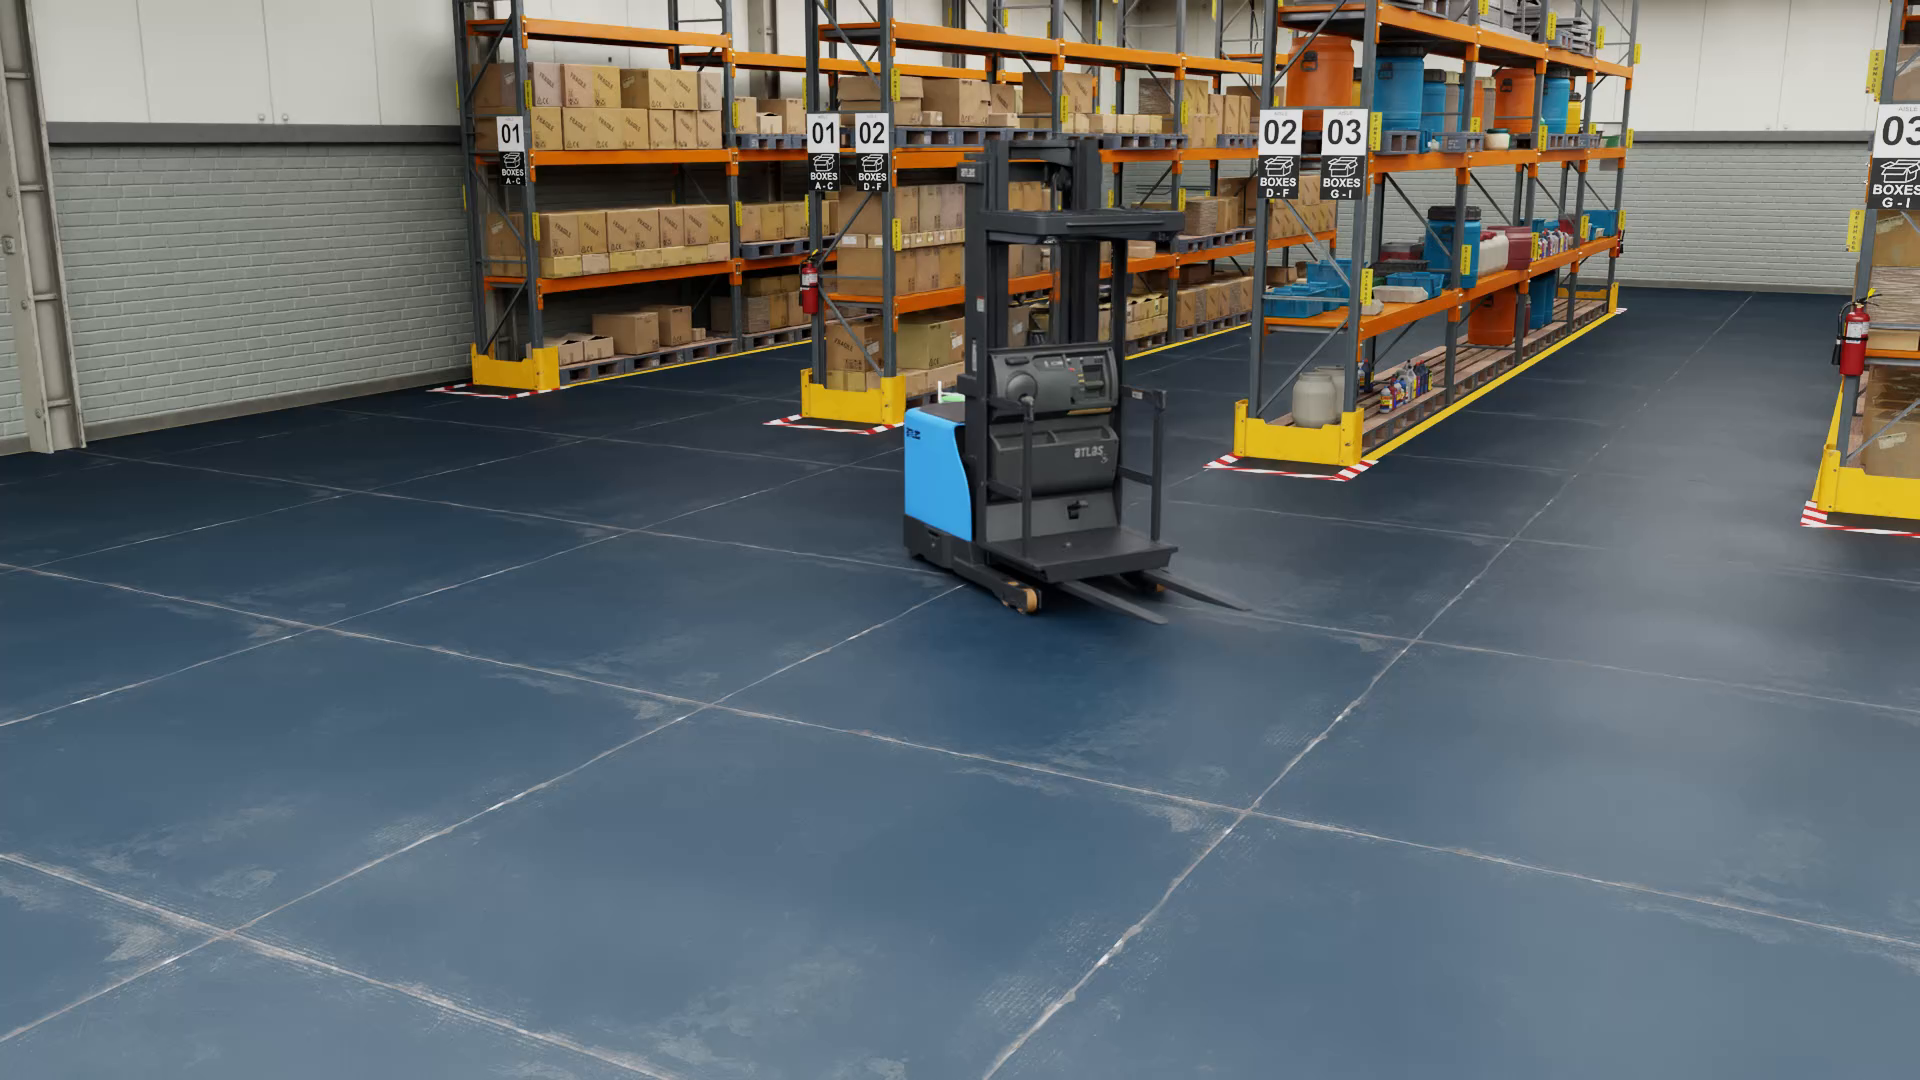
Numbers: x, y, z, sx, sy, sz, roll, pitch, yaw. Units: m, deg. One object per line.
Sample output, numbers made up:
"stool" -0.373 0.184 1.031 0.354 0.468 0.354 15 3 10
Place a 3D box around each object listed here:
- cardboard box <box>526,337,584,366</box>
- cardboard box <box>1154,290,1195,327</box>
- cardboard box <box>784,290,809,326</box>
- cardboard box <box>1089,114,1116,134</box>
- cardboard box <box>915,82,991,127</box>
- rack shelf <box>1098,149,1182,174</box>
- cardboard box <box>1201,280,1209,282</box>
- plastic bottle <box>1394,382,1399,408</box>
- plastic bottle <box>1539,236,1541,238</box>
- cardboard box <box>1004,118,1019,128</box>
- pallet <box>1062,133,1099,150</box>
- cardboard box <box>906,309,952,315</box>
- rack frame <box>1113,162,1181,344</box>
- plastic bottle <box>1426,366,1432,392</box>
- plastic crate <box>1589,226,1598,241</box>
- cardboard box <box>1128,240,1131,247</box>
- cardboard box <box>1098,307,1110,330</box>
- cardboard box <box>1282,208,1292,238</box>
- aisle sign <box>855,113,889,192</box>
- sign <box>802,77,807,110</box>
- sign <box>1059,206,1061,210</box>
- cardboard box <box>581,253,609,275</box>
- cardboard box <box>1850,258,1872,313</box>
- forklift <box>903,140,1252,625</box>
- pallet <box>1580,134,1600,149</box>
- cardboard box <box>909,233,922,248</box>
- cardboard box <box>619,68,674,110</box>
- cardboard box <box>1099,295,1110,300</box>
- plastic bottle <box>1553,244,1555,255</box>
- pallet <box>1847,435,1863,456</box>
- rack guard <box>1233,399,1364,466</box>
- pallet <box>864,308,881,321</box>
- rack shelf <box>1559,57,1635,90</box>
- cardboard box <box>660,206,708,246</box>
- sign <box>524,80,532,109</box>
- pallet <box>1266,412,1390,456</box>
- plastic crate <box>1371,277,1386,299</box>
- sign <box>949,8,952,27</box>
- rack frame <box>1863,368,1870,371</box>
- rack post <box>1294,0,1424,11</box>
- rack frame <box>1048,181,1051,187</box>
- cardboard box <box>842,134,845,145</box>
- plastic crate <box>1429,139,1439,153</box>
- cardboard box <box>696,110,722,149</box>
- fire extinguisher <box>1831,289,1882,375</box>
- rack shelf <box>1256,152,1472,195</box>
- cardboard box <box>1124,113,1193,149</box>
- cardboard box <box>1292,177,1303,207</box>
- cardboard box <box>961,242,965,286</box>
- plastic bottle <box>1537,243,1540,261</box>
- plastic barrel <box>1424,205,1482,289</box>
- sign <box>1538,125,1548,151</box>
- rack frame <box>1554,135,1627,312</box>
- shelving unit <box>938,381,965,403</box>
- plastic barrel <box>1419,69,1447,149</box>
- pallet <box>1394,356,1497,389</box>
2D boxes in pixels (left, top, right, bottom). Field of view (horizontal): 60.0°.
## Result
"cardboard box" -5.066 -2.376 20.786 0.500 0.311 0.500 6 15 22
"cardboard box" 3.197 -3.478 24.954 0.500 0.500 0.500 8 16 30
"cardboard box" -2.716 -3.521 25.135 0.700 0.500 0.500 8 15 29
"cardboard box" 1.771 -5.572 22.271 0.500 0.250 0.500 6 15 23
"cardboard box" -0.114 -5.055 19.284 0.797 0.503 0.637 9 16 34
"rack shelf" 1.760 -5.116 22.490 1.077 0.370 4.000 7 15 28
"cardboard box" 3.717 -3.953 26.927 0.500 0.500 0.500 8 15 29
"plastic bottle" 4.508 -1.509 17.277 0.097 0.271 0.097 0 14 0
"plastic bottle" 8.371 -4.253 24.051 0.097 0.271 0.097 0 14 0
"cardboard box" 0.887 -7.549 30.258 0.500 0.250 0.500 7 15 28
"pallet" 1.208 -5.145 21.483 0.805 0.209 1.217 7 15 26
"cardboard box" -0.429 -2.462 19.716 0.500 0.500 0.500 7 15 28
"rack frame" 2.726 -4.418 24.460 1.000 3.000 0.127 7 15 28
"plastic bottle" 5.183 -1.793 18.427 0.061 0.283 0.133 8 16 31
"plastic crate" 10.160 -4.995 27.081 0.416 0.233 0.300 7 15 28
"cardboard box" 2.125 -4.213 23.800 0.500 0.311 0.500 7 15 27
"cardboard box" 1.706 -3.003 22.362 0.500 0.311 0.500 7 15 26
"cardboard box" 5.390 -5.466 28.595 0.500 0.500 0.500 8 16 29
"aisle sign" -0.904 -3.992 17.147 0.394 0.787 0.004 7 15 28
"sign" -1.609 -4.691 17.472 0.100 0.325 0.005 7 15 28
"sign" 1.279 -3.994 20.685 0.100 0.325 0.005 7 15 28
"cardboard box" -4.727 -3.446 20.706 0.500 0.250 0.500 7 15 26
"cardboard box" 7.956 -2.073 13.883 0.875 0.500 0.500 7 15 28
"forklift" 0.729 -1.074 10.735 1.130 2.935 3.031 -7 15 -27
"pallet" 8.701 -5.871 24.490 1.213 0.211 1.003 7 15 28
"cardboard box" -0.637 -3.251 18.022 0.380 0.149 0.250 7 15 27
"cardboard box" -4.049 -5.805 21.423 0.500 0.500 0.500 7 15 26
"cardboard box" 1.970 -3.375 23.908 0.500 0.311 0.500 7 15 27
"plastic bottle" 8.569 -4.230 24.102 0.097 0.201 0.097 0 14 0
"pallet" 8.580 -0.726 15.093 1.003 0.211 1.213 7 15 28
"rack guard" 3.189 -1.021 15.700 1.175 0.500 0.348 7 15 28
"pallet" -1.165 -3.776 27.747 1.003 0.211 1.213 7 15 28
"rack shelf" 9.961 -7.459 26.663 1.077 0.370 4.000 7 15 28
"cardboard box" -3.739 -4.224 22.333 0.500 0.500 0.500 7 15 28
"sign" -5.004 -5.159 19.267 0.100 0.325 0.005 7 15 28
"pallet" 3.586 -1.046 16.423 1.003 0.211 1.213 7 15 28
"plastic crate" 4.224 -2.686 17.727 0.450 0.188 0.662 7 15 28
"sign" -0.152 -9.315 29.639 0.100 0.325 0.005 7 15 28
"rack frame" 11.397 -3.295 19.801 1.000 3.000 0.127 7 15 28
"rack post" 3.670 -5.029 15.259 0.937 0.300 0.954 9 16 34
"rack frame" 2.256 -6.620 33.592 1.000 3.000 0.127 7 15 28
"cardboard box" -1.723 -6.225 25.701 0.500 0.311 0.500 7 15 28
"plastic crate" 4.705 -3.990 16.848 0.243 0.136 0.396 7 15 28
"cardboard box" -3.574 -5.542 22.467 0.500 0.500 0.500 8 16 30
"fire extinguisher" 7.070 -1.645 13.121 0.296 0.674 0.183 7 15 28
"rack shelf" 4.160 -3.734 16.755 1.077 0.370 4.000 7 15 28
"cardboard box" 2.908 -6.018 24.483 0.910 0.500 0.500 7 15 28
"cardboard box" 5.632 -6.050 28.880 0.500 0.500 0.500 7 15 26
"cardboard box" -0.158 -3.238 19.350 0.700 0.500 0.500 8 16 30
"plastic bottle" 7.993 -4.016 23.041 0.061 0.283 0.133 7 15 28
"plastic barrel" 5.579 -3.324 18.852 0.600 0.901 0.708 7 15 28
"sign" 7.546 -5.203 21.537 0.100 0.325 0.005 7 15 28
"rack frame" 10.928 -5.497 28.937 1.000 3.000 0.127 7 15 28
"shelving unit" 0.073 -0.620 12.546 0.258 1.200 0.503 8 16 31
"plastic barrel" 5.183 -4.866 18.849 0.600 0.901 0.708 7 15 28
"pallet" 6.062 -2.097 20.780 1.003 0.211 1.213 7 15 28
